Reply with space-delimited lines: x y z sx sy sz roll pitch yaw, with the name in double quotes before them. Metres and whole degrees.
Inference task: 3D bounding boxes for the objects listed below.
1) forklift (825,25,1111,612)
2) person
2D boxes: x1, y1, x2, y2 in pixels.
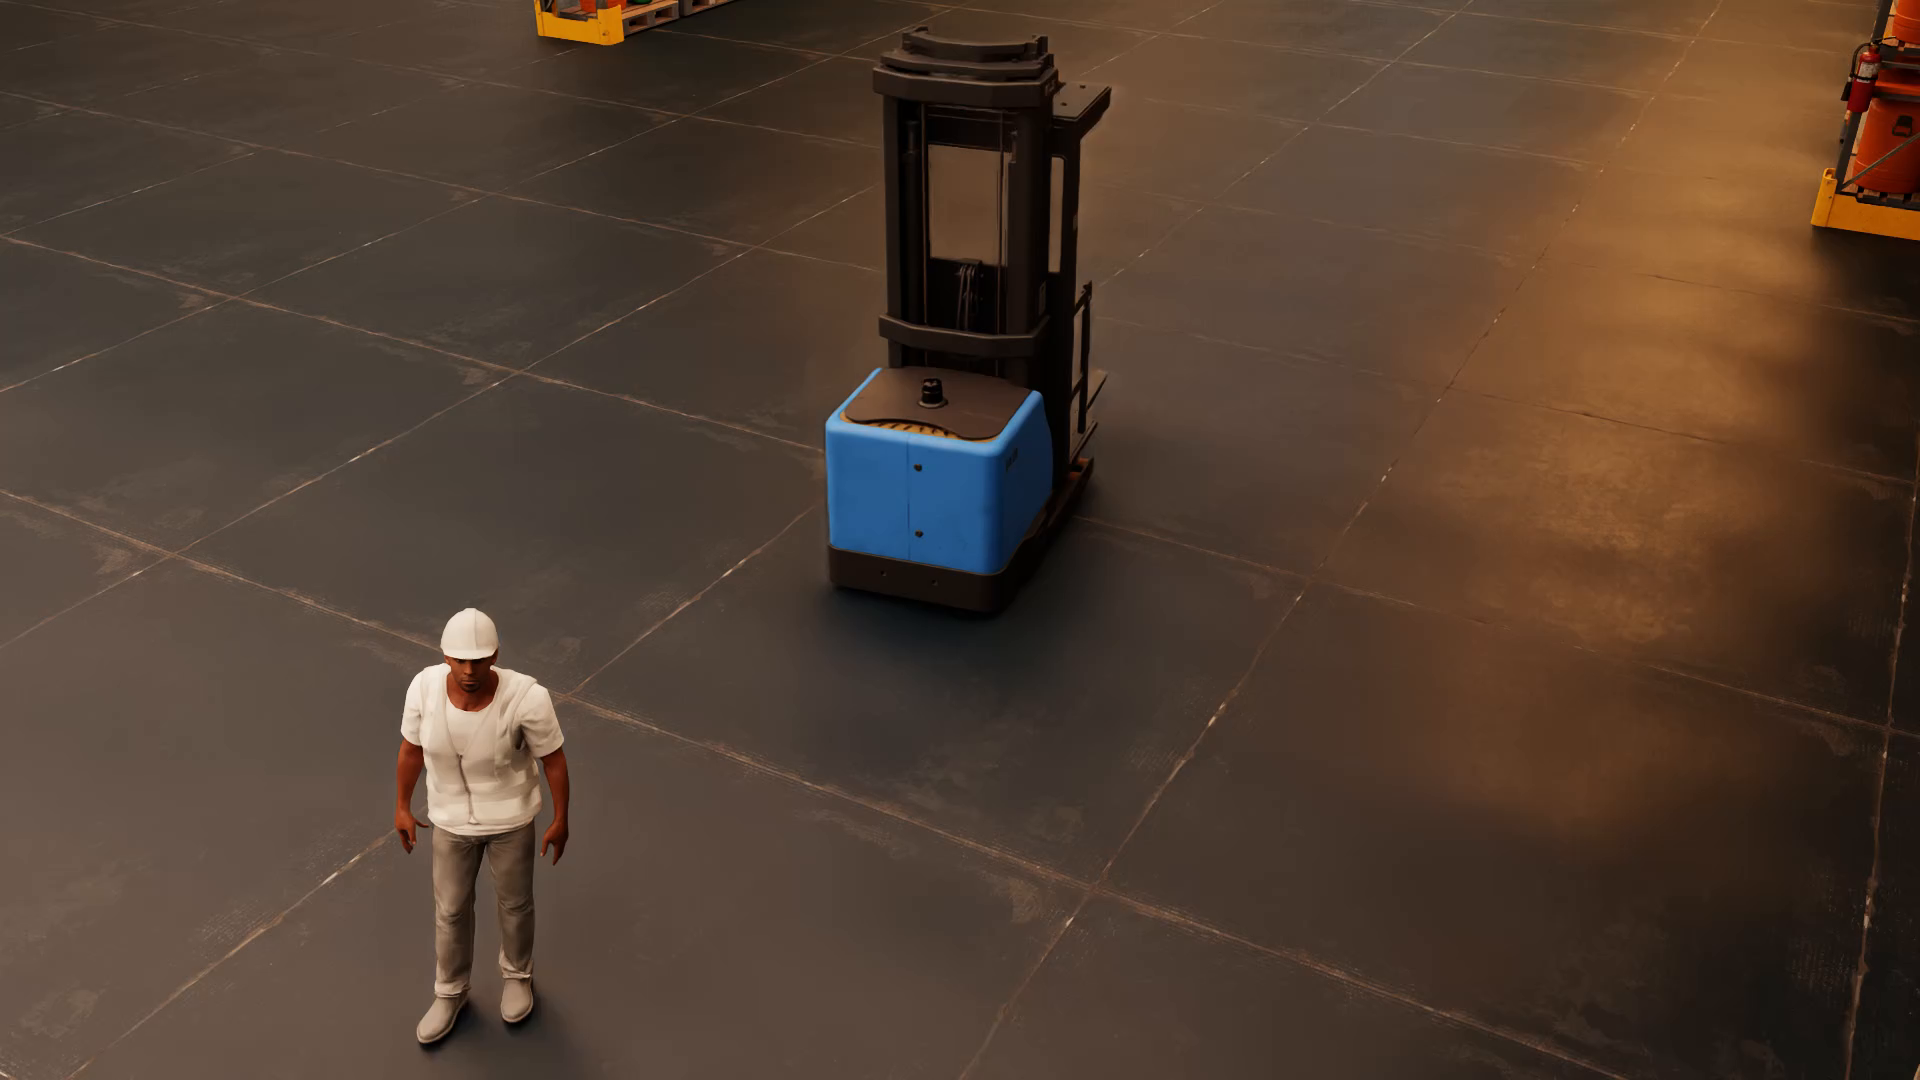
"forklift" 0.212 -1.594 9.832 1.130 2.935 3.031 10 31 16
"person" -1.829 1.091 6.330 0.666 1.765 0.578 0 30 1
